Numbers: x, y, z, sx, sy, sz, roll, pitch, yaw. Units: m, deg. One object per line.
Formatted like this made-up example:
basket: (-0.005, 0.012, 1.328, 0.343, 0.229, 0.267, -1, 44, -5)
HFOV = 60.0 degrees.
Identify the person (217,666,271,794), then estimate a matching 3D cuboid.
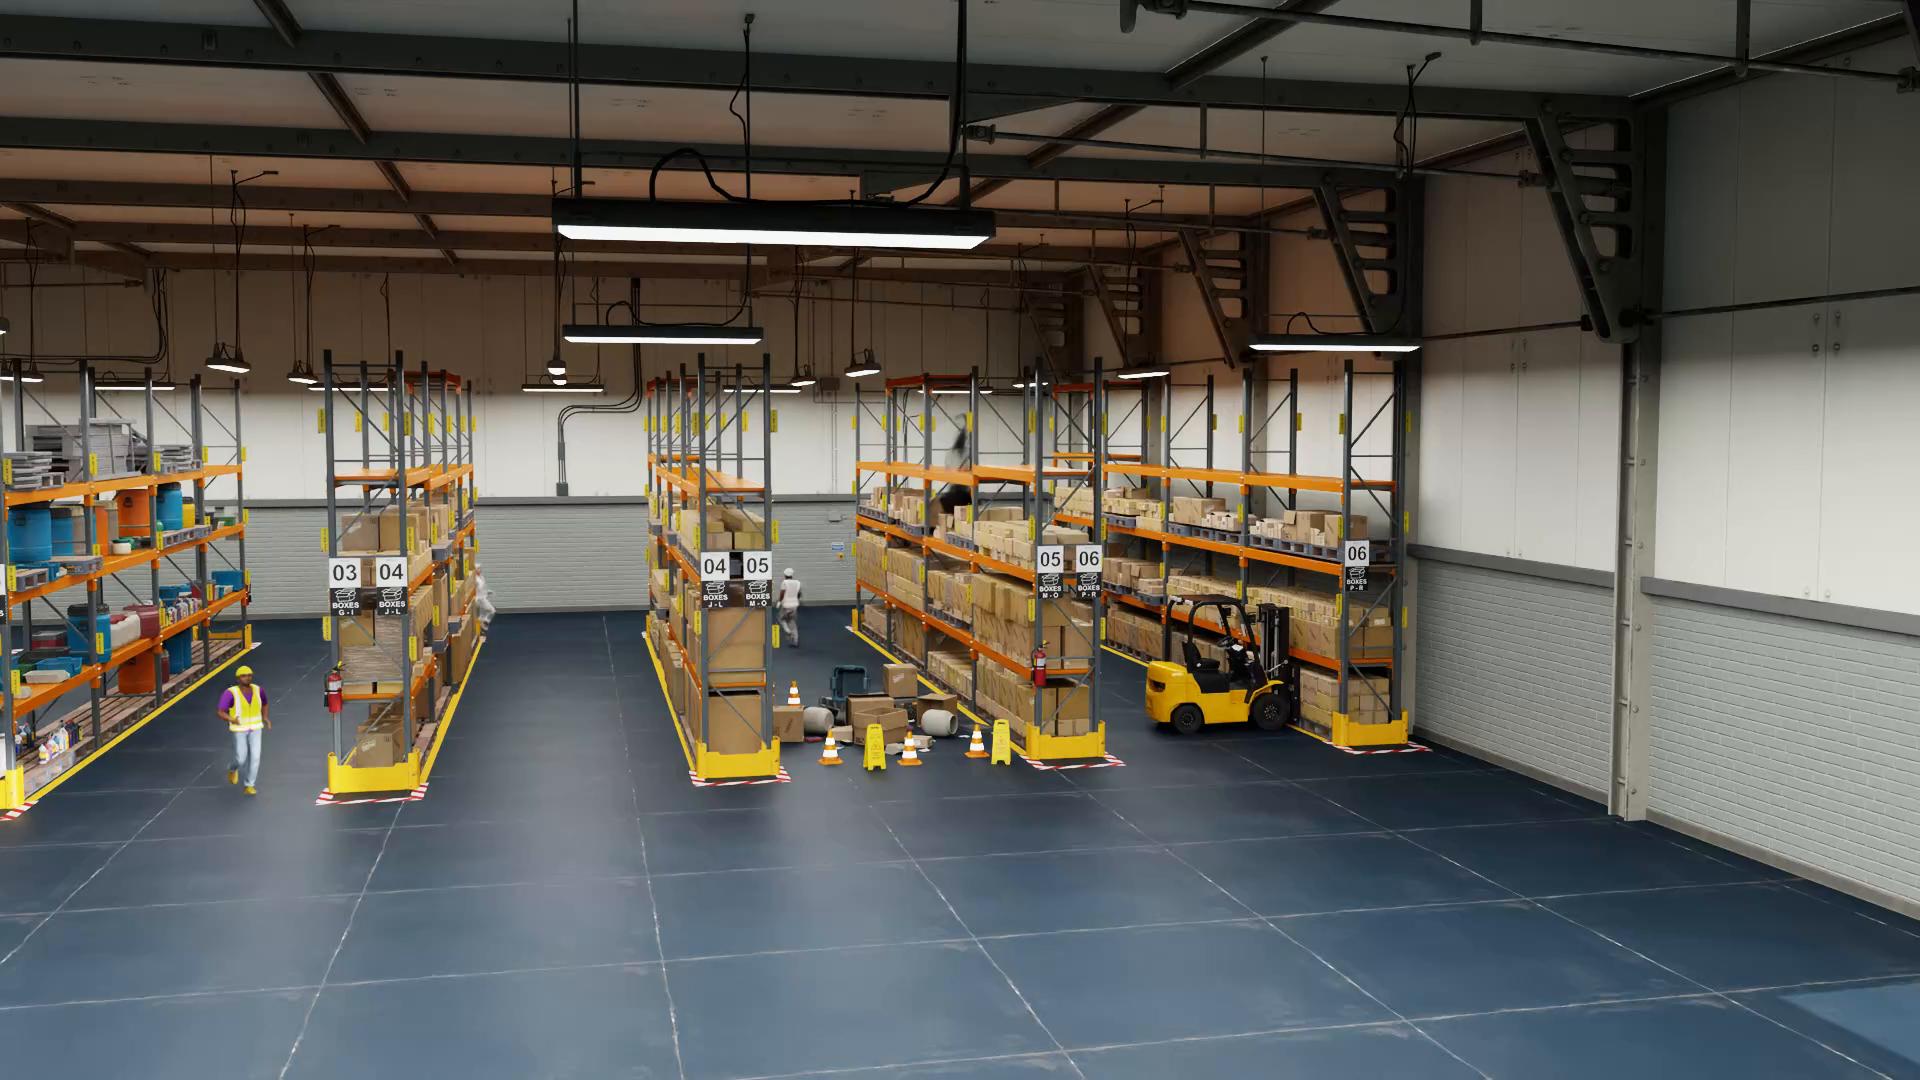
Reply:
person: (-9.717, 2.567, 22.591, 0.699, 1.728, 0.687, -4, 5, -42)

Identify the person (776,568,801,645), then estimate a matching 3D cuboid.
person: (-3.923, 1.499, 37.773, 0.677, 1.731, 0.671, -3, 5, -38)

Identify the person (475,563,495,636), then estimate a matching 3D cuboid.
person: (-11.287, 1.408, 39.309, 0.602, 1.750, 0.724, 0, 4, -3)
